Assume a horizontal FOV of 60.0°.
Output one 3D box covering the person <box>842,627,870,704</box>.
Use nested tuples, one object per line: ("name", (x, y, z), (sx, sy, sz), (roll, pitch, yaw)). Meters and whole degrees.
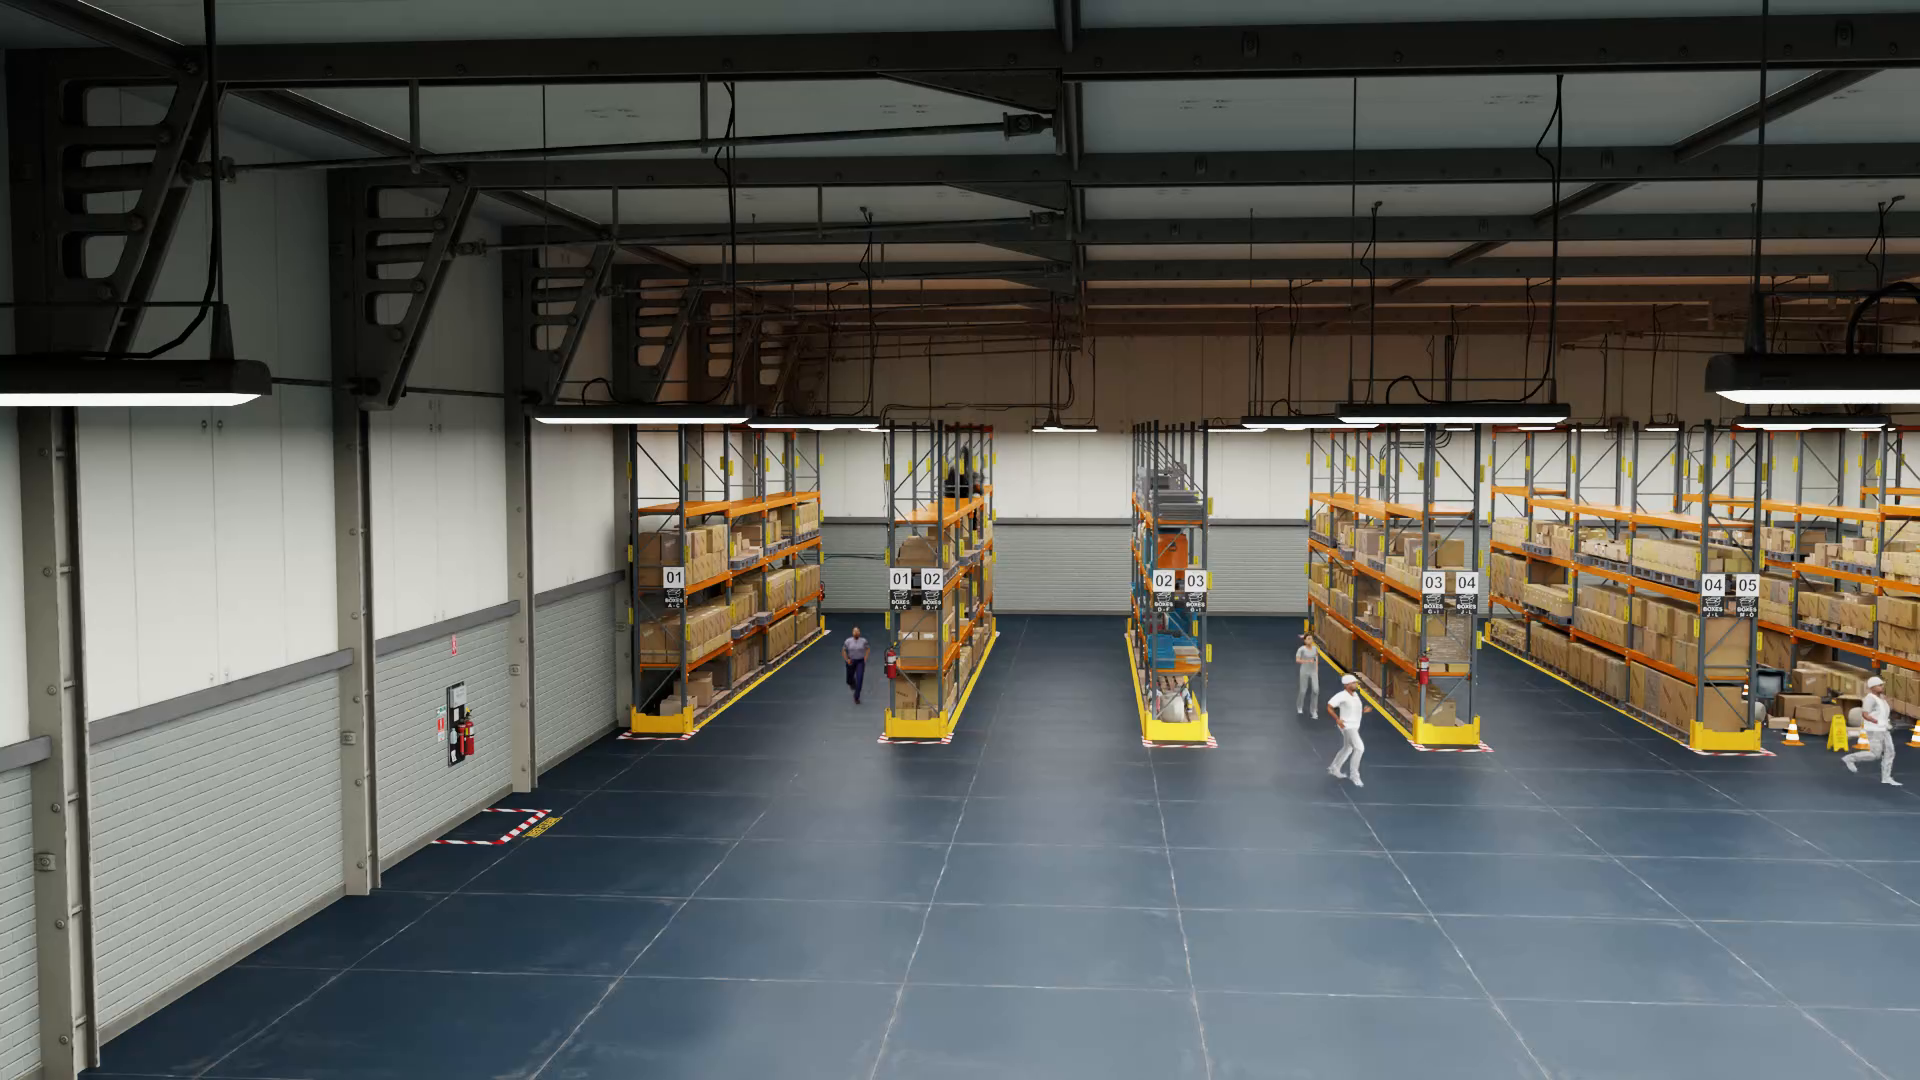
("person", (-2.237, 2.688, 35.769), (0.593, 1.621, 0.910), (0, 4, 1))

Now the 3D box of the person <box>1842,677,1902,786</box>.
("person", (15.029, 3.126, 27.328), (0.694, 1.766, 0.886), (-3, 5, -42))

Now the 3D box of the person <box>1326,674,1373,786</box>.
("person", (6.397, 3.117, 27.311), (0.722, 1.830, 0.675), (2, 4, 32))

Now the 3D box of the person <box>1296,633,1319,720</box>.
("person", (7.046, 2.748, 33.733), (0.554, 1.737, 0.797), (-1, 4, -8))
